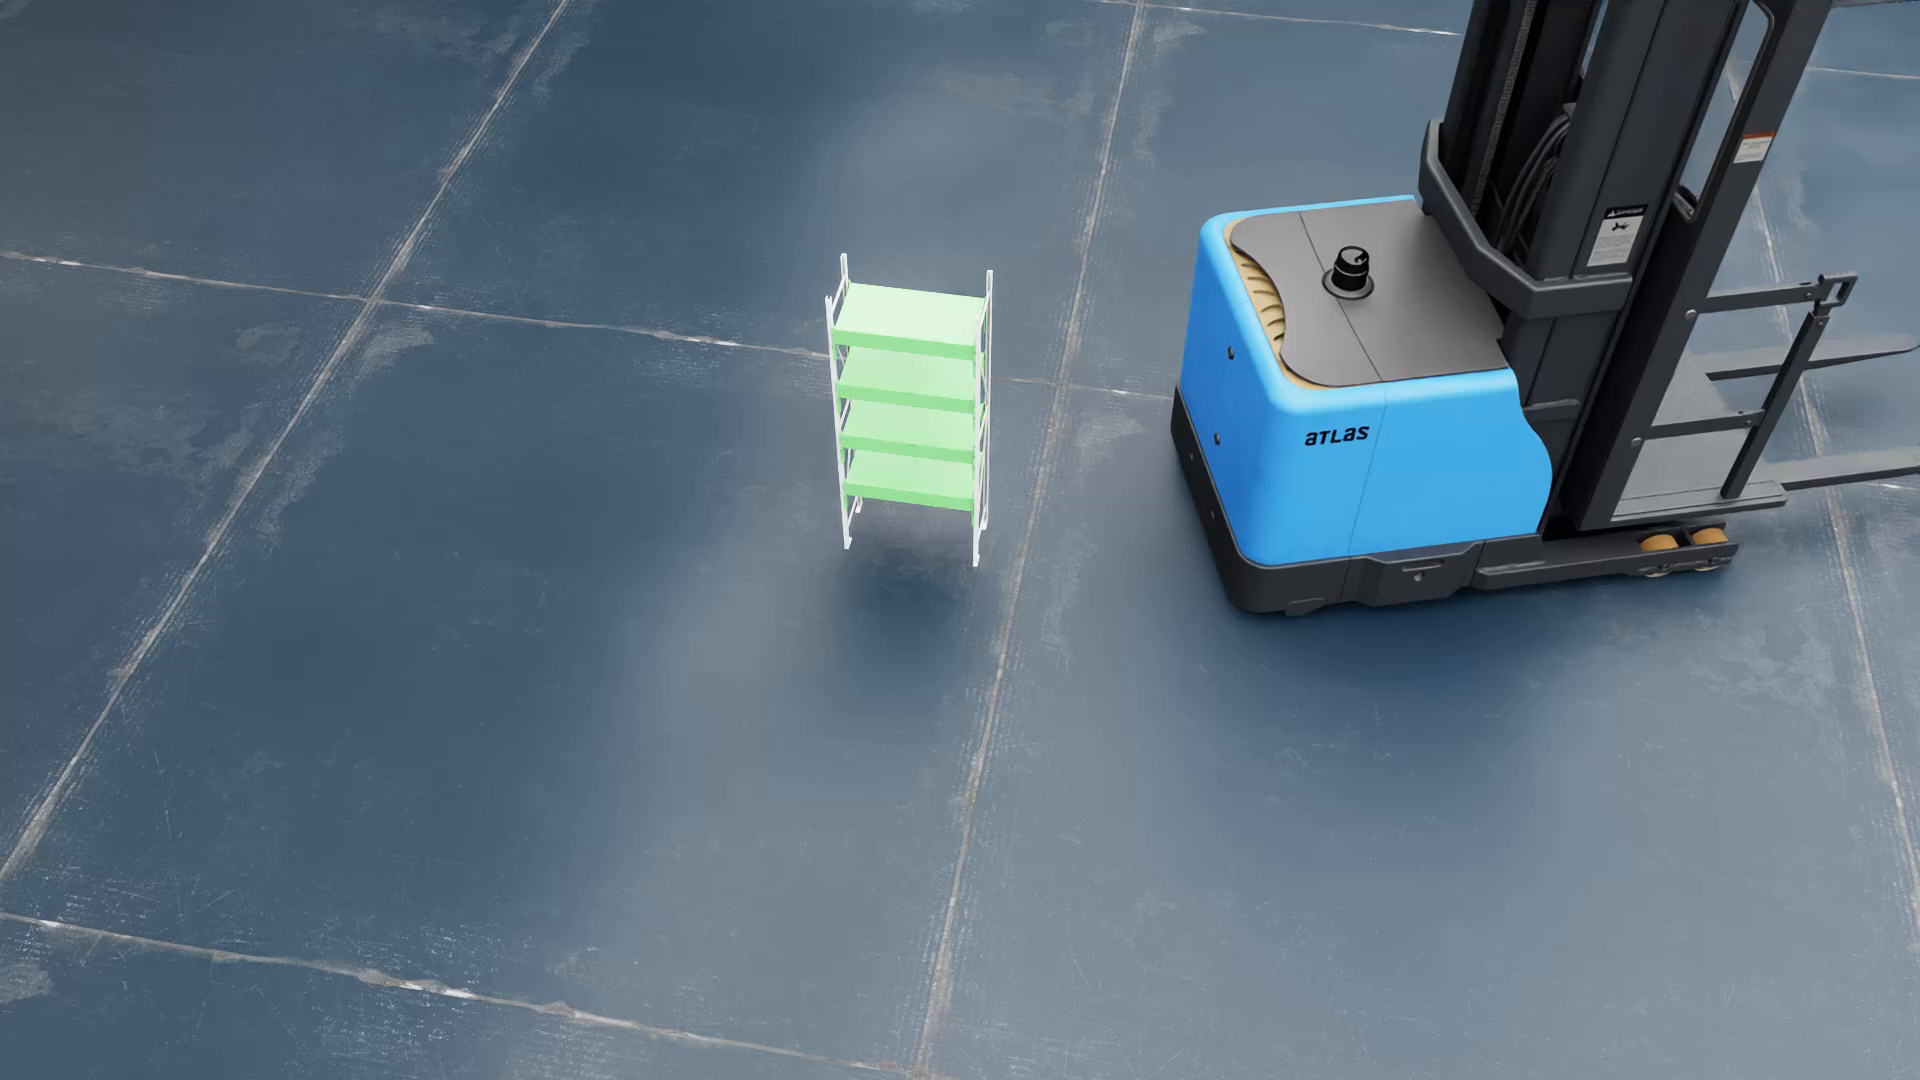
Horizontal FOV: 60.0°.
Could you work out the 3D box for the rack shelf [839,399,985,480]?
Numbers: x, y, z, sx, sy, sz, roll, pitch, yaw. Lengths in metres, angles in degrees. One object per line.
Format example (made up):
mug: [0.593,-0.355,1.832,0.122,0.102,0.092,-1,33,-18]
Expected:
rack shelf: [-0.163,-0.380,5.871,0.480,0.148,0.258,8,49,7]

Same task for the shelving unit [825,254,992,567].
shelving unit: [-0.163,-0.423,5.823,0.503,1.200,0.258,8,49,7]

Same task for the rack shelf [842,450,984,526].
rack shelf: [-0.163,-0.220,6.049,0.480,0.148,0.258,8,49,7]

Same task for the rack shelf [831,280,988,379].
rack shelf: [-0.163,-0.701,5.514,0.480,0.148,0.258,8,49,7]

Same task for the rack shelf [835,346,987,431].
rack shelf: [-0.163,-0.541,5.692,0.480,0.148,0.258,8,49,7]

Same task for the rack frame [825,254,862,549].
rack frame: [-0.403,-0.455,5.852,0.015,1.200,0.240,8,49,7]

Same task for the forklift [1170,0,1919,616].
forklift: [2.391,-1.226,5.382,3.031,2.935,1.130,-7,48,-6]

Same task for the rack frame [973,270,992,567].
rack frame: [0.077,-0.391,5.794,0.015,1.200,0.240,8,49,7]
